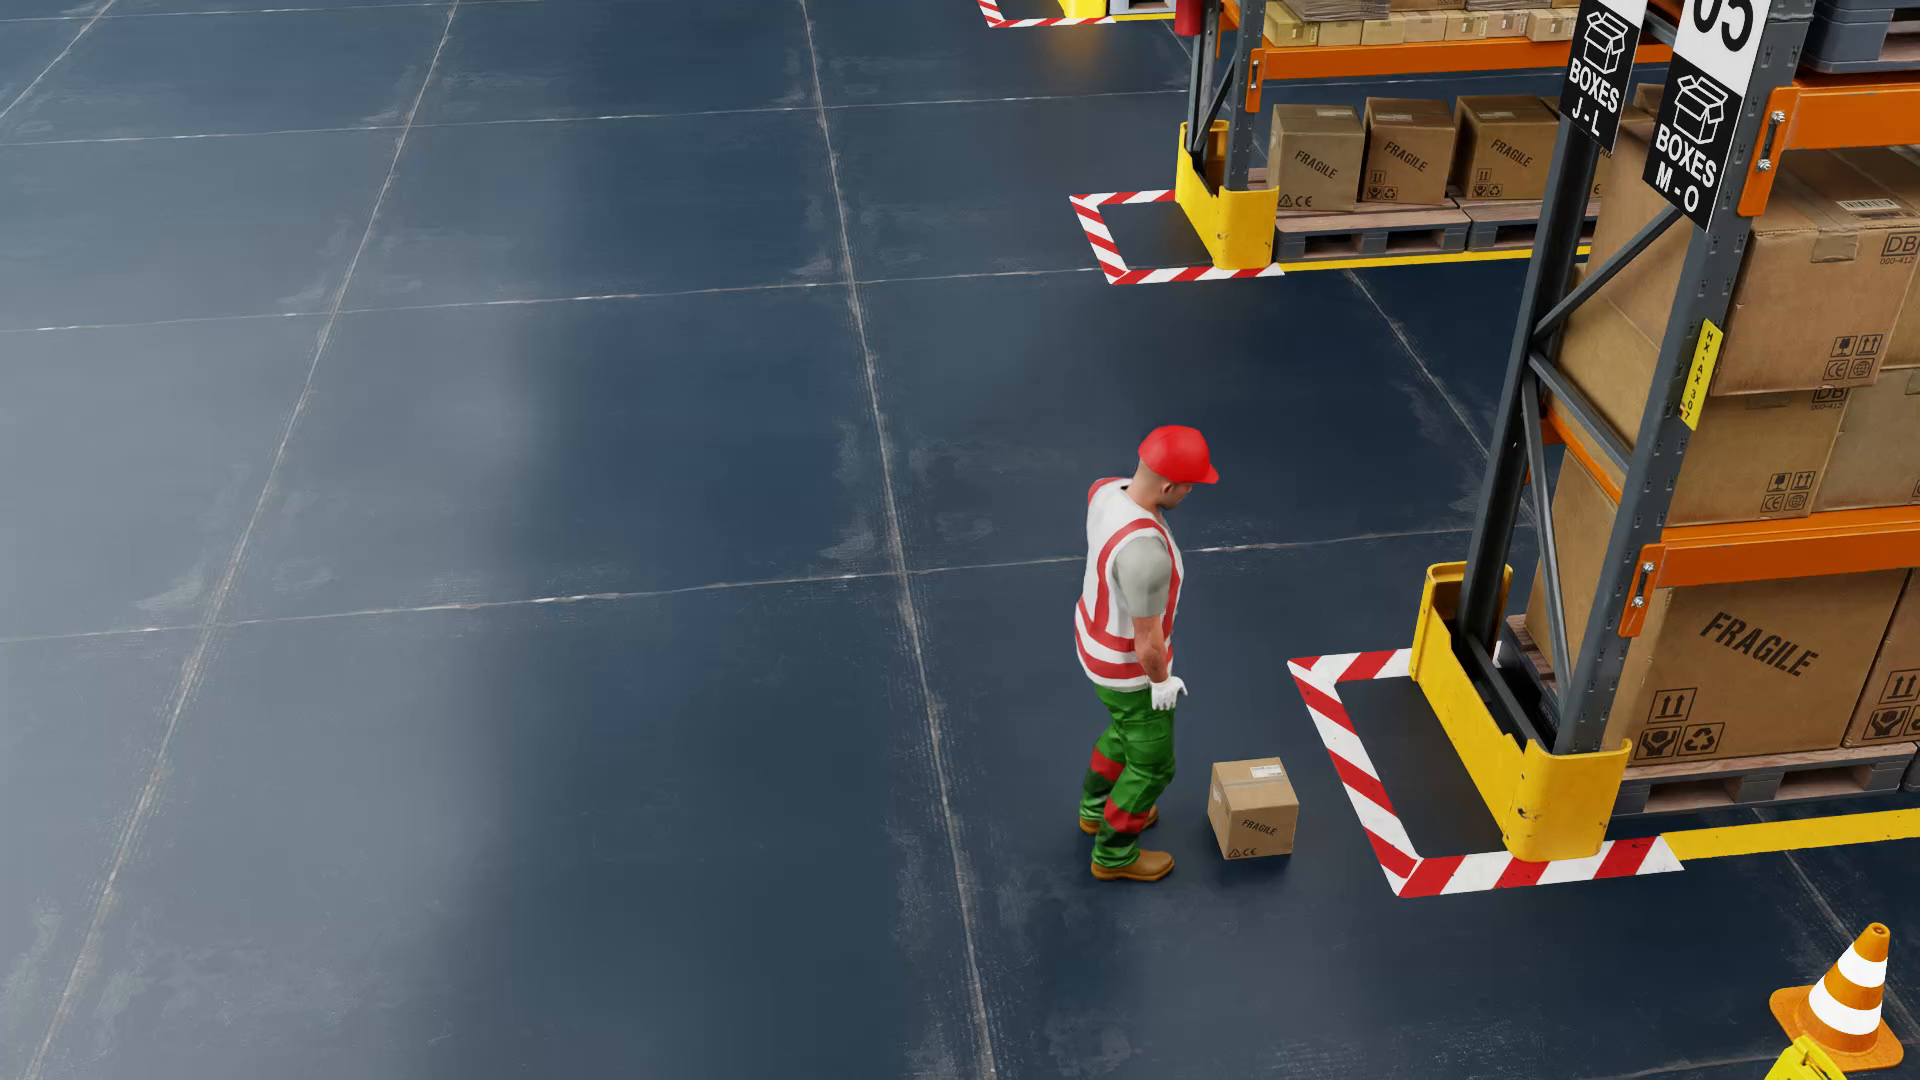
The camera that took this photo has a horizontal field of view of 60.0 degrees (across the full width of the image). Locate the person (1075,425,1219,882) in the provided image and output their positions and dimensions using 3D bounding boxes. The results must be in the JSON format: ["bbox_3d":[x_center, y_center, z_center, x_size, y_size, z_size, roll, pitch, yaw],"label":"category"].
[{"bbox_3d":[0.602,0.379,5.605,0.427,1.751,0.538,-4,35,-5],"label":"person"}]
